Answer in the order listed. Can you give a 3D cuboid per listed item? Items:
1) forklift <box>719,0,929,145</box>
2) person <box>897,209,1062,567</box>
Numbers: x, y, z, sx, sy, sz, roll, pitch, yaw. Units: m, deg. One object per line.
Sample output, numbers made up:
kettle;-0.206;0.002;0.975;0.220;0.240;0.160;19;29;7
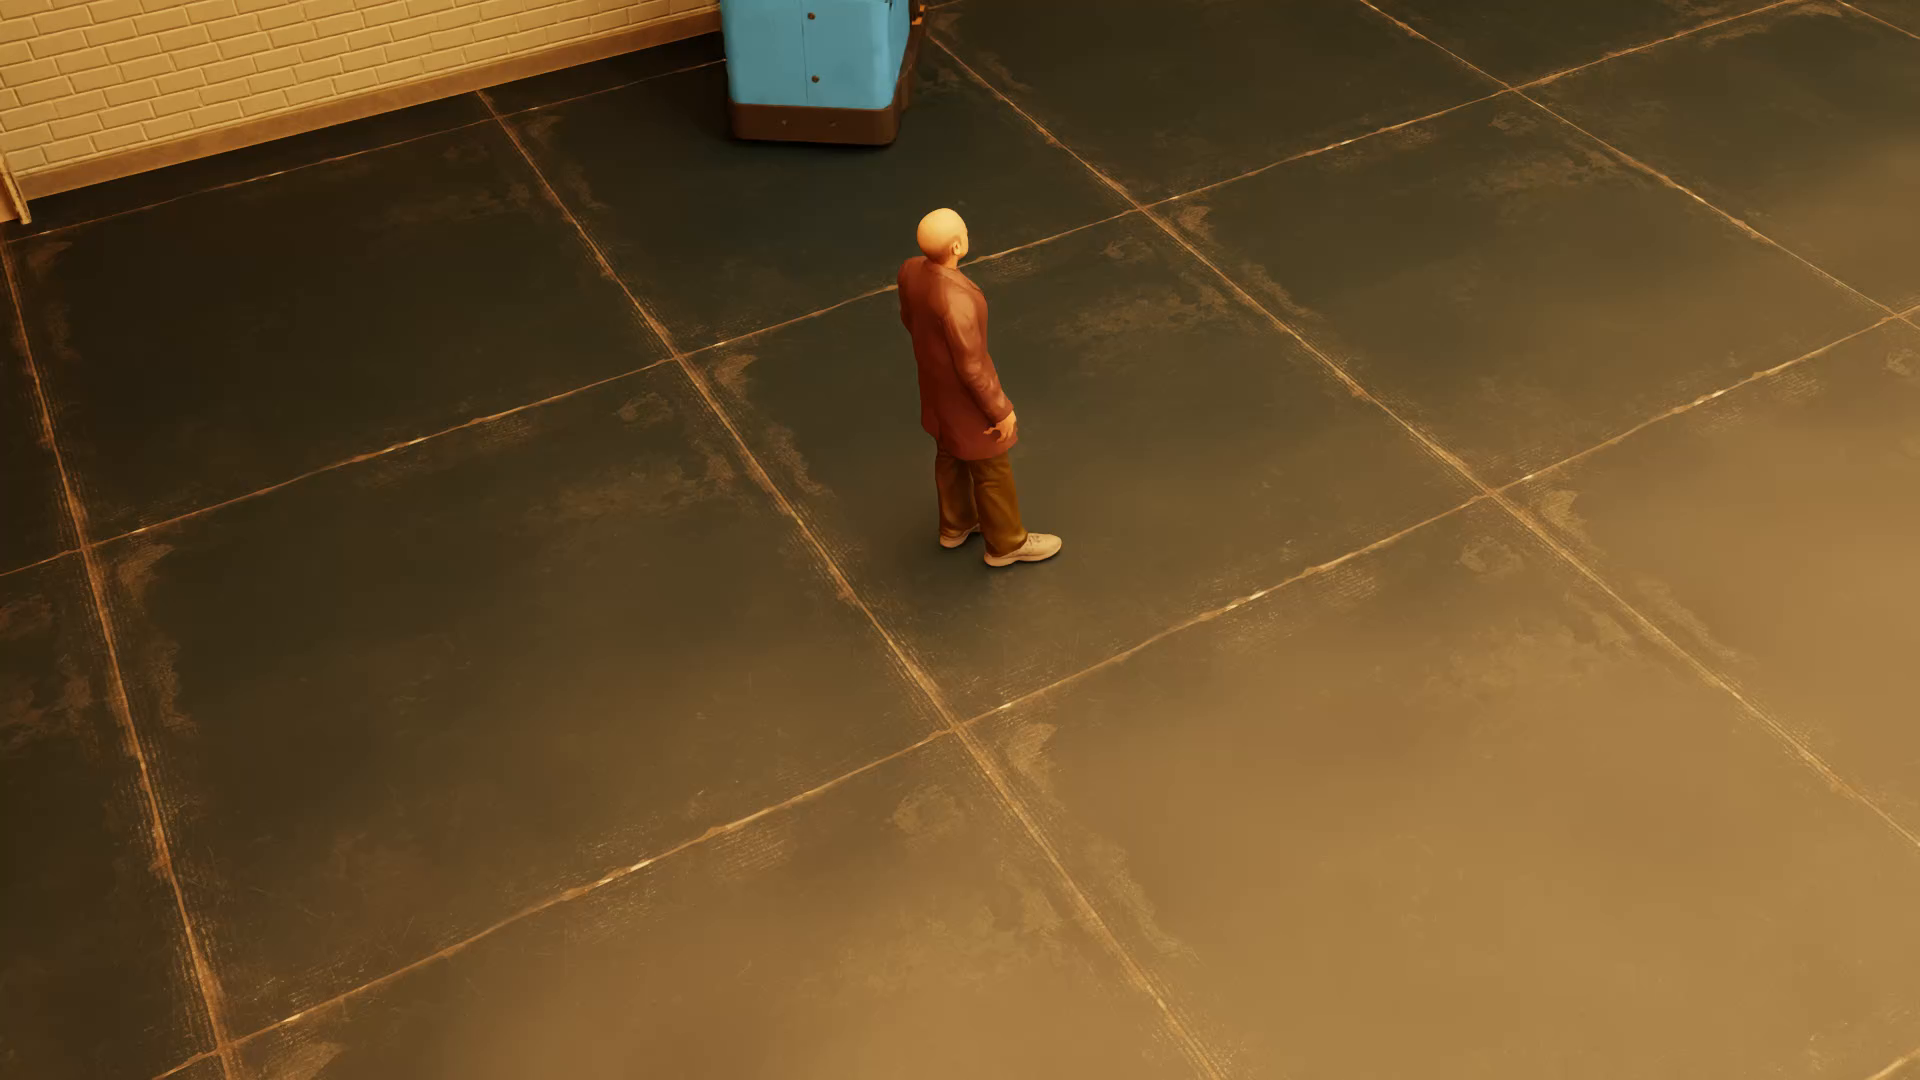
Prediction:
forklift;-0.806;-4.545;10.599;1.130;2.935;3.031;3;43;4
person;0.081;-0.685;7.274;0.582;1.776;0.696;-21;47;-21
